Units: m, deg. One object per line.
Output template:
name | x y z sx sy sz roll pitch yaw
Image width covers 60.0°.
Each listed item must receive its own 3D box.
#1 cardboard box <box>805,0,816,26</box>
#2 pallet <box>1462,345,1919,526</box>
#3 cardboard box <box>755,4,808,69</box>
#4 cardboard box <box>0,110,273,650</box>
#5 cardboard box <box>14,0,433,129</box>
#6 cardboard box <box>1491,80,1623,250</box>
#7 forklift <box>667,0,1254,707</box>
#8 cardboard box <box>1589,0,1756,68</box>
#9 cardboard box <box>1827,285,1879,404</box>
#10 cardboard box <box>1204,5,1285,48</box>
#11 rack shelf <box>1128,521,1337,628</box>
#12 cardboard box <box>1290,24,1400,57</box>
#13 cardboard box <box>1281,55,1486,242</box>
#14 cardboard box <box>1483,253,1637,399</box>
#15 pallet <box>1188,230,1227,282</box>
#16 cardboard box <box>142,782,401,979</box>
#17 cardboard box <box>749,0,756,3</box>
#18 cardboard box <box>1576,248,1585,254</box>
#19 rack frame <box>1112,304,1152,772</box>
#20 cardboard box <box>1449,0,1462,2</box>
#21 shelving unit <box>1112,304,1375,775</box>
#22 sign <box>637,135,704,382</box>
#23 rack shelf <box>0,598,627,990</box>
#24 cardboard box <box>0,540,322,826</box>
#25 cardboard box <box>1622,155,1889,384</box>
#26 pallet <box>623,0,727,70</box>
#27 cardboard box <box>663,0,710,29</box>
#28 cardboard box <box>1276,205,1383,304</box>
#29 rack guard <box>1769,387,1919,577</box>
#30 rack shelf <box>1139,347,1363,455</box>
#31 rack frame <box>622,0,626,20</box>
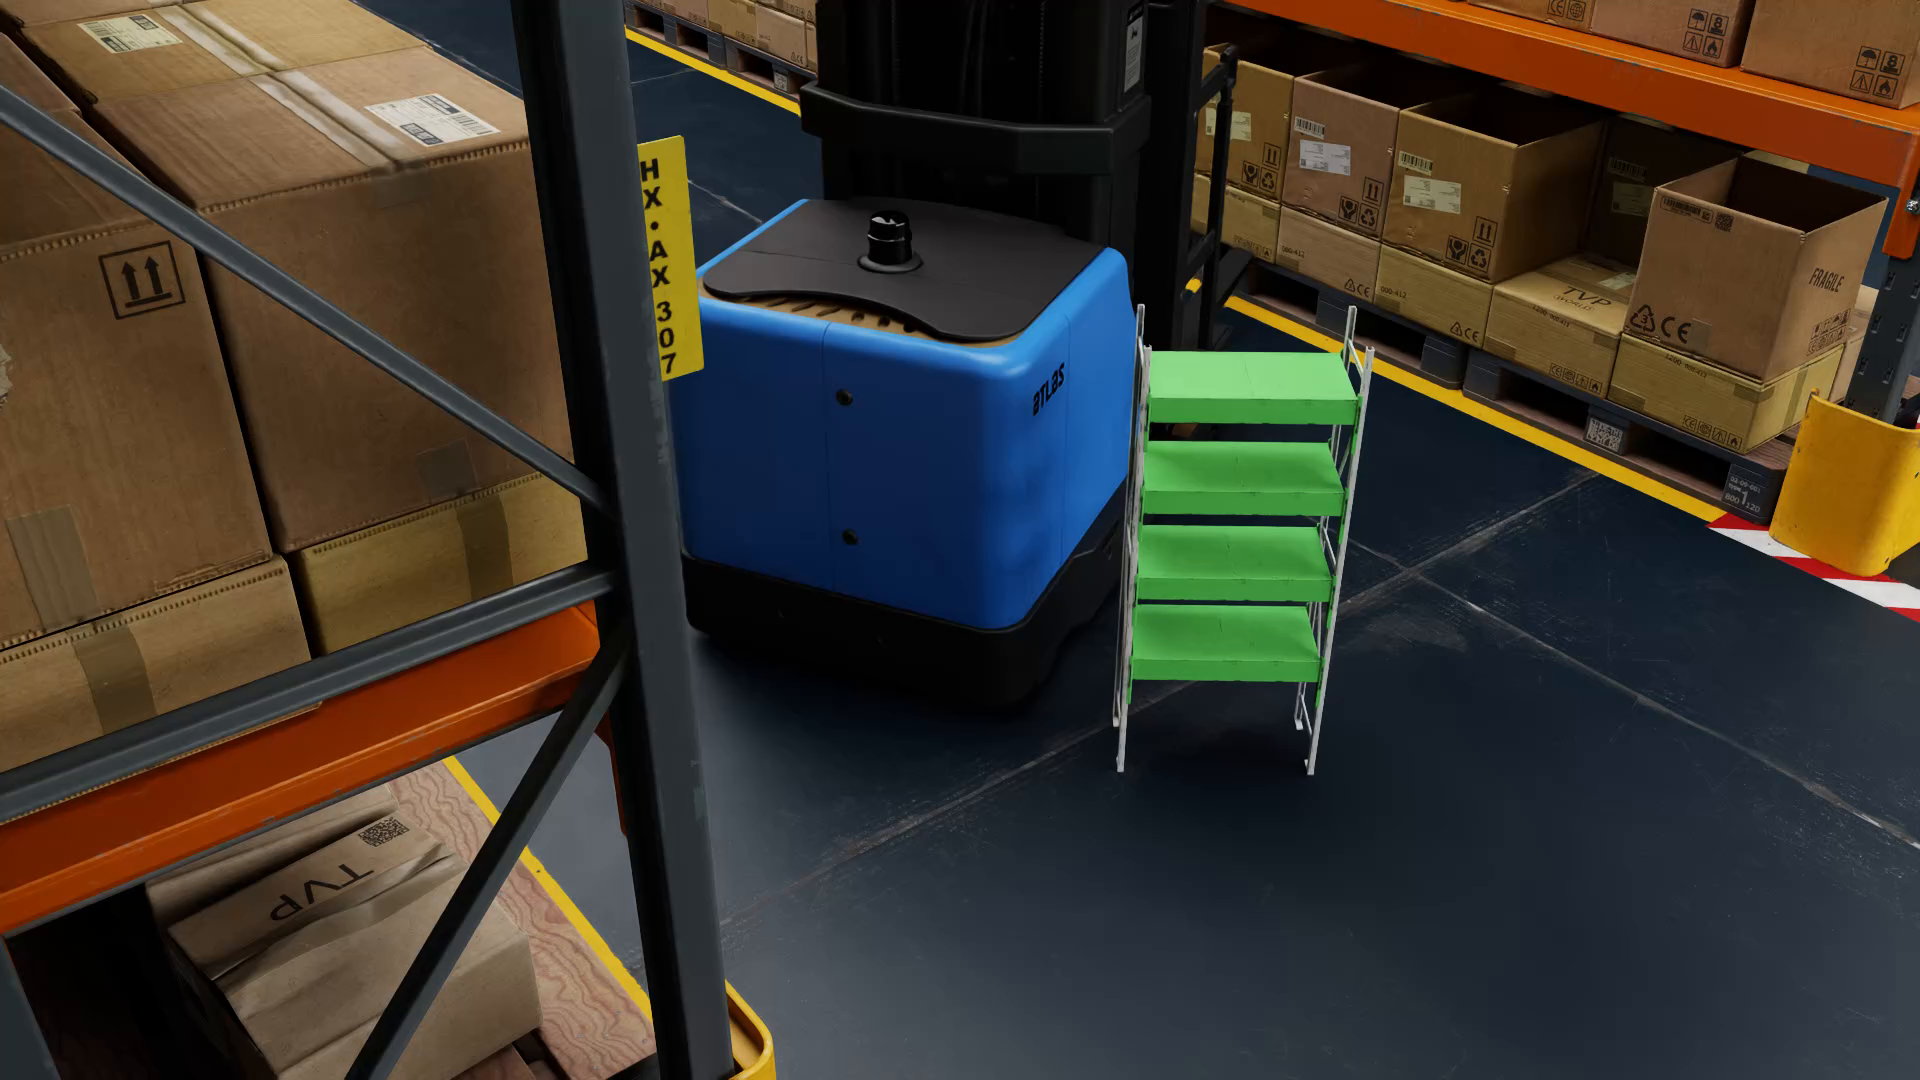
cardboard box | -0.464 -2.833 8.646 0.500 0.311 0.500 -22 38 -32
pallet | 2.590 -0.539 5.918 1.003 0.211 1.213 -22 38 -31
cardboard box | -0.778 -2.812 9.142 0.500 0.250 0.500 -21 38 -30
cardboard box | -1.276 -0.205 2.150 0.500 0.500 0.500 -23 38 -32
cardboard box | -1.169 -0.583 2.758 0.500 0.500 0.500 -22 38 -31
cardboard box | 2.314 -1.455 6.246 0.500 0.500 0.500 -22 38 -31
forklift | 0.268 -1.567 4.995 1.130 2.935 3.031 13 34 20
cardboard box | 2.490 -1.877 5.334 0.700 0.500 0.500 -21 38 -30
cardboard box | 2.939 -0.724 5.781 0.500 0.250 0.500 -22 38 -31
cardboard box | 0.989 -1.914 6.986 0.500 0.500 0.500 -22 38 -31
rack shelf | 0.660 0.083 4.101 0.480 0.148 0.258 1 32 1
cardboard box | 1.703 -1.872 6.919 0.500 0.500 0.500 -22 38 -31
cardboard box | 1.598 -1.495 6.312 0.500 0.500 0.500 -22 38 -31
cardboard box | 2.214 -0.761 5.840 0.500 0.250 0.500 -22 38 -31
pallet | 1.094 -1.556 7.555 1.003 0.211 1.213 -22 38 -31
cardboard box | -1.521 0.586 3.595 0.500 0.311 0.500 -19 37 -28
cardboard box | -1.085 -3.258 9.329 0.500 0.311 0.500 -23 39 -33
cardboard box | 2.323 -1.140 6.450 0.500 0.250 0.500 -22 38 -31
rack frame | 0.416 0.025 4.072 0.015 1.200 0.240 1 32 1
cardboard box | 1.864 -2.304 6.021 0.700 0.500 0.500 -21 38 -30
shelving unit | 0.660 0.028 4.067 0.503 1.200 0.258 1 32 1
sign | -0.390 -0.357 2.162 0.100 0.325 0.005 -22 38 -31
rack shelf | -2.045 -0.342 3.639 1.077 0.370 4.000 -22 38 -31
cardboard box | -1.258 0.109 2.354 0.500 0.250 0.500 -22 38 -31
cardboard box | 2.528 -0.874 5.312 0.500 0.500 0.500 -22 38 -31
pallet | -1.340 -3.212 10.222 1.003 0.211 1.213 -22 38 -31
cardboard box | -1.416 -3.240 9.832 0.500 0.250 0.500 -23 39 -33
cardboard box | 1.600 -1.178 6.511 0.500 0.250 0.500 -22 38 -31
rack guard | 3.107 -0.346 5.334 1.175 0.500 0.348 -22 38 -31
rack shelf | 0.660 -0.325 3.847 0.480 0.148 0.258 1 32 1
rack frame | -1.814 -4.752 10.059 1.000 3.000 0.127 -22 38 -31
